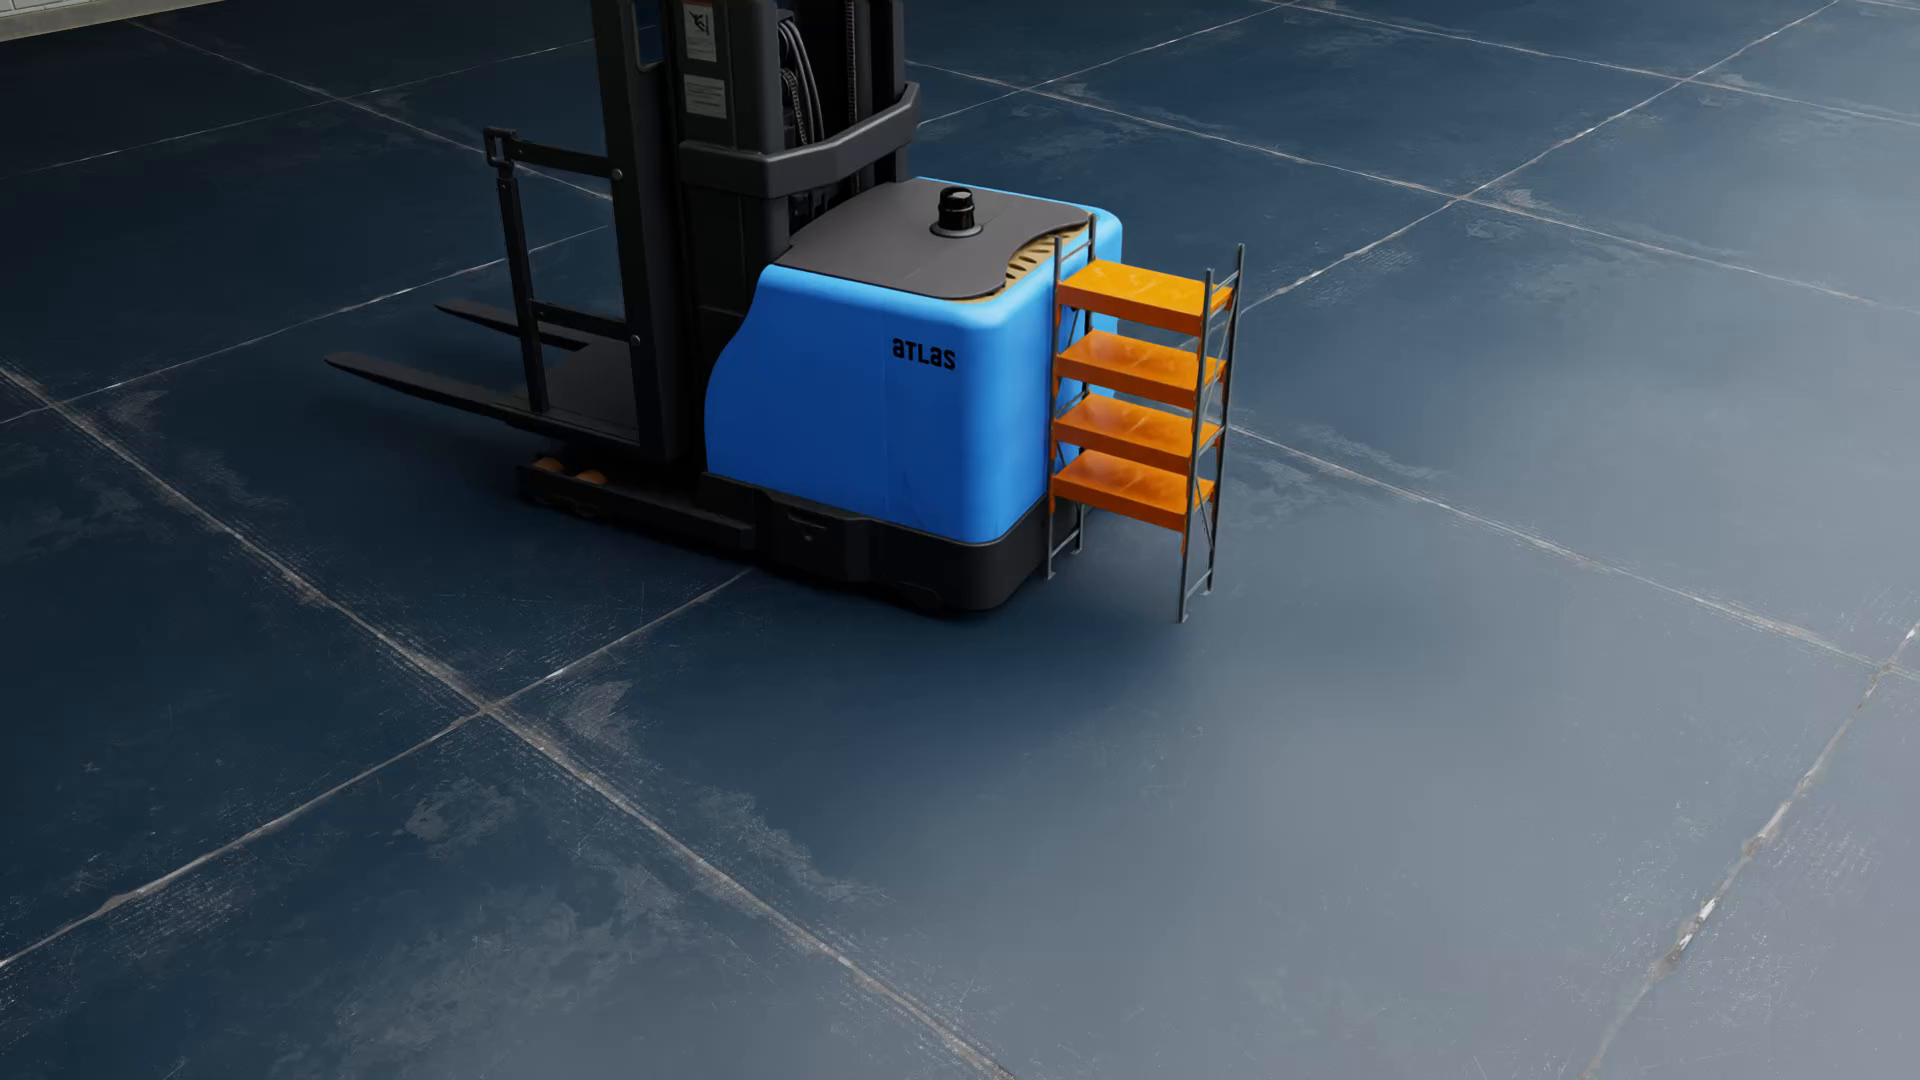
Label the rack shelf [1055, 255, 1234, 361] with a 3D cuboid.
[{"bbox_3d":[0.556,-0.702,4.990,0.480,0.148,0.258,18,35,27],"label":"rack shelf"}]

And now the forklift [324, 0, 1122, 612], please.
[{"bbox_3d":[-0.997,-1.558,5.496,3.031,2.935,1.130,15,34,24],"label":"forklift"}]

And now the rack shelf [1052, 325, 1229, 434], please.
[{"bbox_3d":[0.556,-0.499,5.112,0.480,0.148,0.258,18,35,27],"label":"rack shelf"}]

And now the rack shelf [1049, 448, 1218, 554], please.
[{"bbox_3d":[0.556,-0.137,5.330,0.480,0.148,0.258,18,35,27],"label":"rack shelf"}]

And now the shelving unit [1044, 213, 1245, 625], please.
[{"bbox_3d":[0.556,-0.365,5.193,0.503,1.200,0.258,18,35,27],"label":"shelving unit"}]

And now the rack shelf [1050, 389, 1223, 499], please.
[{"bbox_3d":[0.556,-0.307,5.228,0.480,0.148,0.258,18,35,27],"label":"rack shelf"}]

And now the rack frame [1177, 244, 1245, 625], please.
[{"bbox_3d":[0.763,-0.299,5.083,0.015,1.200,0.240,18,35,27],"label":"rack frame"}]

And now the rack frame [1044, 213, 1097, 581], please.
[{"bbox_3d":[0.348,-0.431,5.303,0.015,1.200,0.240,18,35,27],"label":"rack frame"}]
